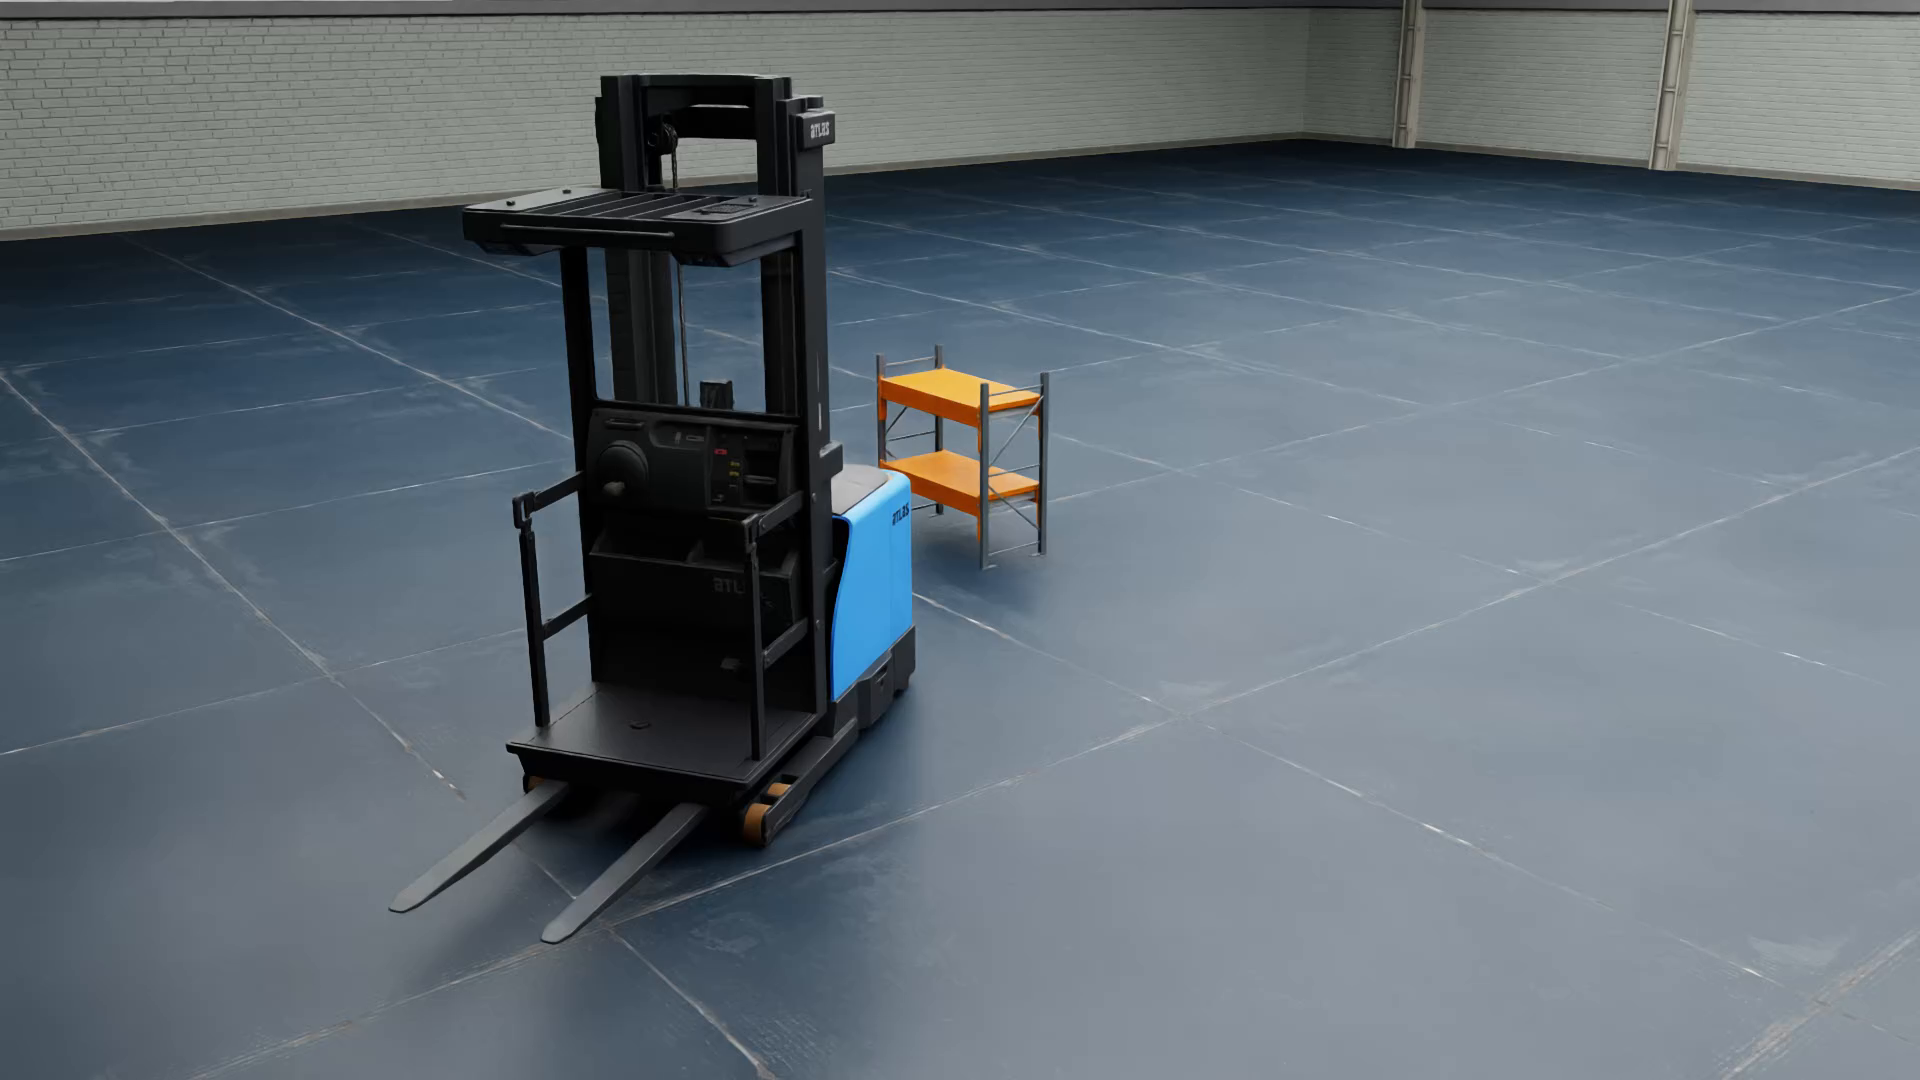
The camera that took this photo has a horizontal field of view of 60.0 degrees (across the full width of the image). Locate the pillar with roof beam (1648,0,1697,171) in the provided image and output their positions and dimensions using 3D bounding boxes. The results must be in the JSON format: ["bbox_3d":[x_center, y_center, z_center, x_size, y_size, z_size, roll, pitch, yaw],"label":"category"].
[{"bbox_3d":[9.978,-10.473,27.676,9.100,9.000,0.400,-14,23,-36],"label":"pillar with roof beam"}]

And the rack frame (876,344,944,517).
[{"bbox_3d":[-0.311,-0.658,10.559,0.500,1.125,0.032,-14,23,-36],"label":"rack frame"}]

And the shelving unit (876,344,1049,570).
[{"bbox_3d":[0.004,-0.532,10.181,0.538,1.125,1.048,-14,23,-36],"label":"shelving unit"}]

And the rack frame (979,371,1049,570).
[{"bbox_3d":[0.320,-0.407,9.802,0.500,1.125,0.032,-14,23,-36],"label":"rack frame"}]

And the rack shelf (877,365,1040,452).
[{"bbox_3d":[0.004,-0.810,10.089,0.538,0.278,1.000,-14,23,-36],"label":"rack shelf"}]

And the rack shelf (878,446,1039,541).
[{"bbox_3d":[0.004,-0.300,10.258,0.538,0.278,1.000,-14,23,-36],"label":"rack shelf"}]

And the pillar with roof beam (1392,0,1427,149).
[{"bbox_3d":[6.252,-11.952,32.141,9.100,9.000,0.400,-14,23,-36],"label":"pillar with roof beam"}]

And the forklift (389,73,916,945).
[{"bbox_3d":[-1.179,-0.312,6.642,1.130,2.935,3.031,6,19,18],"label":"forklift"}]
